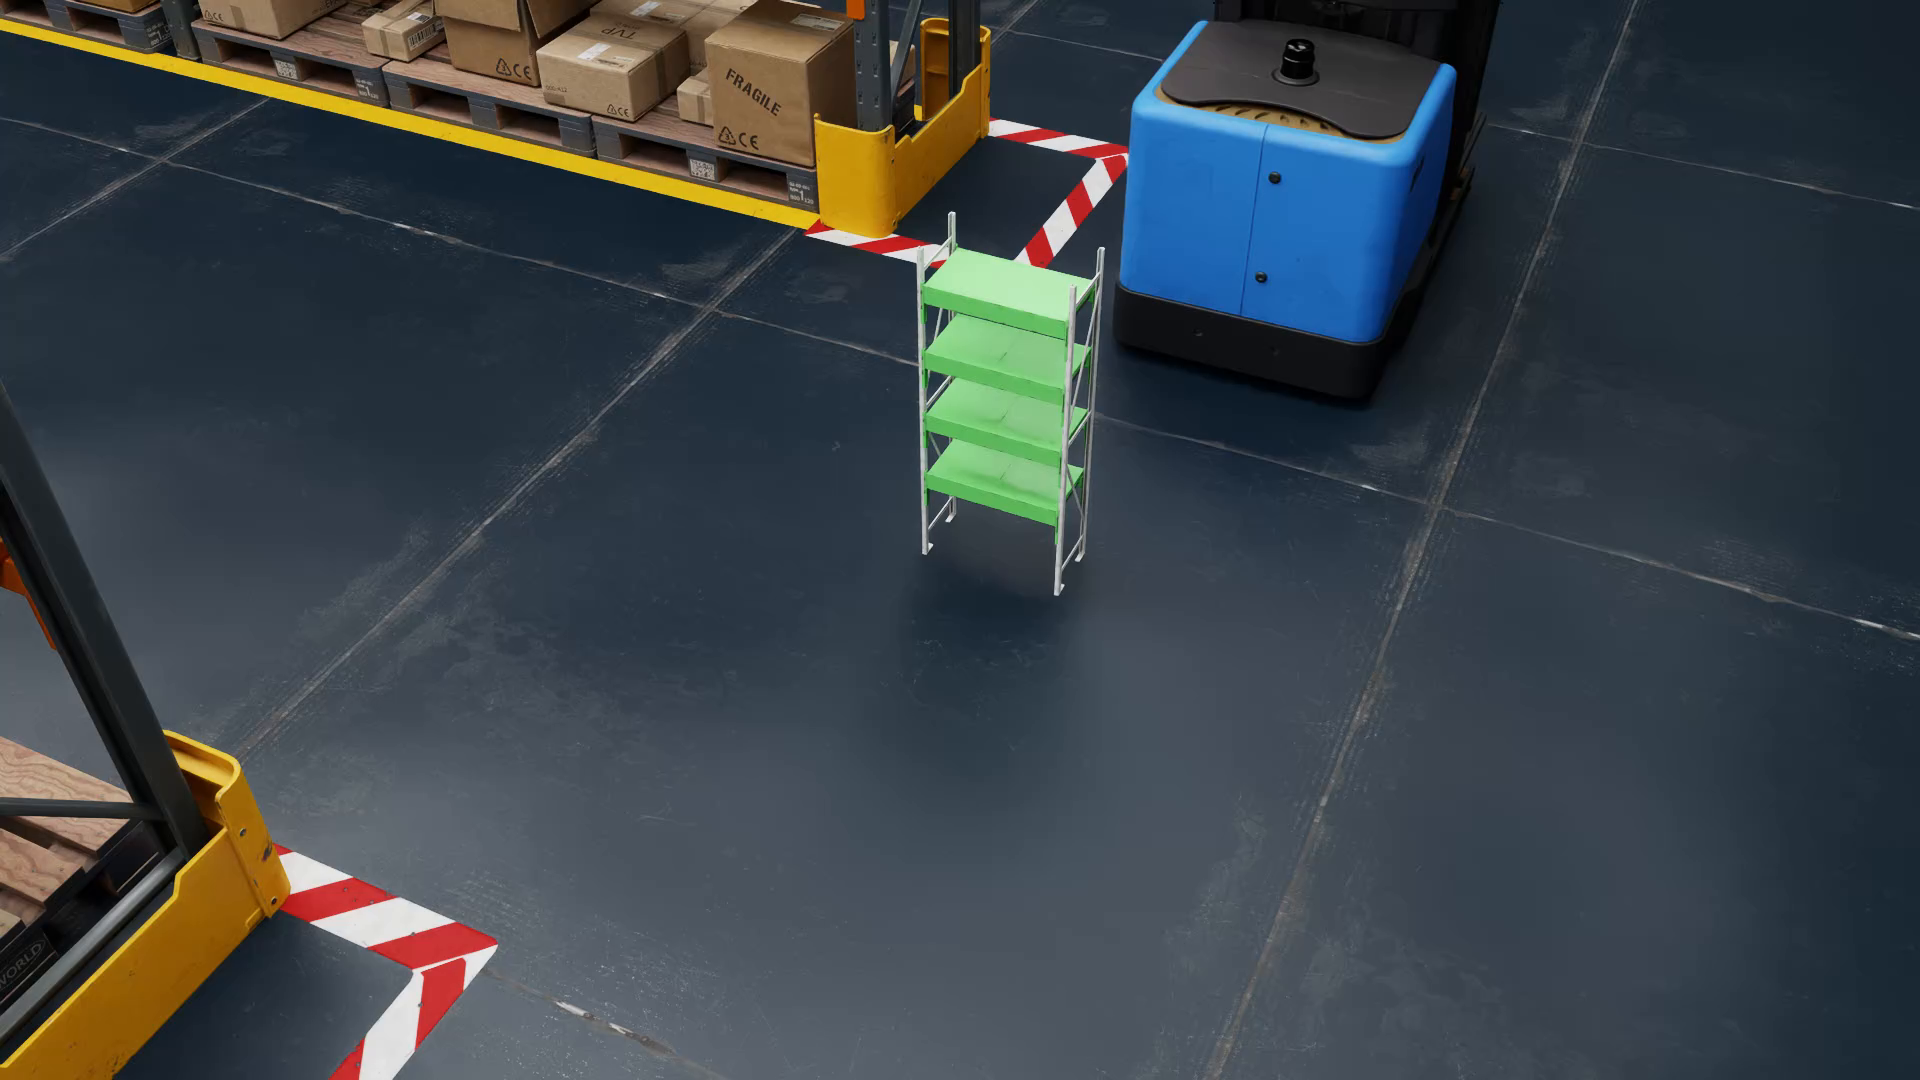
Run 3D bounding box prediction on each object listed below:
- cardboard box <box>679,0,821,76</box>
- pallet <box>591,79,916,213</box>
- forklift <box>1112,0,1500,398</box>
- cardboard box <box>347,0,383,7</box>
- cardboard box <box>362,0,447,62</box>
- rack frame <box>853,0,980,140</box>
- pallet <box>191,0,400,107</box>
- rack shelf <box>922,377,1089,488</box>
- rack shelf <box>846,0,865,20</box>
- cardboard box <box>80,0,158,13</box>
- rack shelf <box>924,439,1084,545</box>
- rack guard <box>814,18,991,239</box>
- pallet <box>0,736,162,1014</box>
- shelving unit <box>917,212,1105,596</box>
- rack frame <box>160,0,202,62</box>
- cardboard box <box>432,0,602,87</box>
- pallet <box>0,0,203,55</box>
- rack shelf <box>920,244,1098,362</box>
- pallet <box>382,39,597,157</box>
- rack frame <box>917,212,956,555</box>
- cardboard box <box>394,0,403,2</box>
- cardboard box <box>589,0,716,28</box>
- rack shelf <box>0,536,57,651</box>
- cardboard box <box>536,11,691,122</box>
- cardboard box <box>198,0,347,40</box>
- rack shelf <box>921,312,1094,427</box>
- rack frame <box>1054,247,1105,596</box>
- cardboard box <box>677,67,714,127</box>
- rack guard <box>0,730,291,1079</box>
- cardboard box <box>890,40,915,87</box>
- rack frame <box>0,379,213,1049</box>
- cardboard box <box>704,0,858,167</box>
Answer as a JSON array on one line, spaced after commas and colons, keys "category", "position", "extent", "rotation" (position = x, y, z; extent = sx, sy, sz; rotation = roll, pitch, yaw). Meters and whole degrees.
[{"category": "cardboard box", "position": [-0.996, -2.395, 7.986], "extent": [0.500, 0.250, 0.500], "rotation": [17, 44, 19]}, {"category": "pallet", "position": [-0.962, -1.998, 7.894], "extent": [1.213, 0.211, 1.003], "rotation": [17, 44, 19]}, {"category": "forklift", "position": [1.663, -2.610, 6.524], "extent": [1.130, 2.935, 3.031], "rotation": [16, 43, 18]}, {"category": "cardboard box", "position": [-3.159, -3.150, 8.667], "extent": [0.500, 0.500, 0.500], "rotation": [17, 44, 19]}, {"category": "cardboard box", "position": [-2.718, -2.535, 8.212], "extent": [0.250, 0.166, 0.380], "rotation": [17, 44, 19]}, {"category": "rack frame", "position": [-0.171, -2.810, 6.702], "extent": [0.127, 3.000, 1.000], "rotation": [17, 44, 19]}, {"category": "pallet", "position": [-3.173, -2.673, 8.673], "extent": [1.213, 0.211, 1.003], "rotation": [17, 44, 19]}, {"category": "rack shelf", "position": [0.150, -0.359, 5.346], "extent": [0.480, 0.148, 0.258], "rotation": [17, 44, 19]}, {"category": "rack shelf", "position": [-1.983, -3.092, 7.577], "extent": [4.000, 0.370, 1.077], "rotation": [17, 44, 19]}, {"category": "cardboard box", "position": [-4.364, -3.106, 8.616], "extent": [0.500, 0.500, 0.500], "rotation": [17, 44, 18]}, {"category": "rack shelf", "position": [0.150, -0.178, 5.503], "extent": [0.480, 0.148, 0.258], "rotation": [17, 44, 19]}, {"category": "rack guard", "position": [-0.239, -1.887, 7.545], "extent": [0.348, 0.500, 1.175], "rotation": [17, 44, 19]}, {"category": "pallet", "position": [-2.999, 0.931, 4.515], "extent": [1.213, 0.211, 1.003], "rotation": [17, 44, 19]}, {"category": "shelving unit", "position": [0.150, -0.408, 5.304], "extent": [0.503, 1.200, 0.258], "rotation": [17, 44, 19]}, {"category": "rack frame", "position": [-3.795, -3.918, 7.980], "extent": [0.127, 3.000, 1.000], "rotation": [17, 44, 19]}, {"category": "cardboard box", "position": [-2.091, -2.624, 8.057], "extent": [0.637, 0.503, 0.797], "rotation": [17, 44, 19]}, {"category": "pallet", "position": [-4.549, -3.067, 9.127], "extent": [1.213, 0.211, 1.003], "rotation": [17, 44, 19]}, {"category": "rack shelf", "position": [0.150, -0.722, 5.032], "extent": [0.480, 0.148, 0.258], "rotation": [17, 44, 19]}, {"category": "pallet", "position": [-2.064, -2.336, 8.285], "extent": [1.213, 0.211, 1.003], "rotation": [17, 44, 19]}, {"category": "rack frame", "position": [-0.071, -0.475, 5.382], "extent": [0.015, 1.200, 0.240], "rotation": [17, 44, 19]}, {"category": "cardboard box", "position": [-2.794, -2.949, 8.703], "extent": [0.250, 0.149, 0.380], "rotation": [17, 44, 19]}, {"category": "cardboard box", "position": [-1.450, -2.533, 8.146], "extent": [0.500, 0.250, 0.500], "rotation": [17, 44, 19]}, {"category": "rack shelf", "position": [-4.081, -0.153, 4.186], "extent": [4.000, 0.370, 1.077], "rotation": [17, 44, 19]}, {"category": "cardboard box", "position": [-1.616, -2.223, 7.788], "extent": [0.500, 0.250, 0.500], "rotation": [17, 44, 19]}, {"category": "cardboard box", "position": [-3.506, -2.824, 8.434], "extent": [0.500, 0.311, 0.500], "rotation": [17, 44, 19]}, {"category": "rack shelf", "position": [0.150, -0.541, 5.189], "extent": [0.480, 0.148, 0.258], "rotation": [17, 44, 19]}, {"category": "rack frame", "position": [0.371, -0.340, 5.226], "extent": [0.015, 1.200, 0.240], "rotation": [17, 44, 19]}, {"category": "cardboard box", "position": [-1.096, -2.076, 7.682], "extent": [0.250, 0.166, 0.380], "rotation": [17, 44, 19]}, {"category": "rack guard", "position": [-2.241, 1.072, 4.131], "extent": [0.348, 0.500, 1.175], "rotation": [17, 44, 19]}, {"category": "cardboard box", "position": [-0.405, -2.219, 7.861], "extent": [0.250, 0.149, 0.380], "rotation": [17, 44, 19]}, {"category": "rack frame", "position": [-2.268, 0.129, 3.311], "extent": [0.127, 3.000, 1.000], "rotation": [17, 44, 19]}, {"category": "cardboard box", "position": [-0.767, -2.036, 7.382], "extent": [0.500, 0.500, 0.500], "rotation": [17, 44, 19]}]
